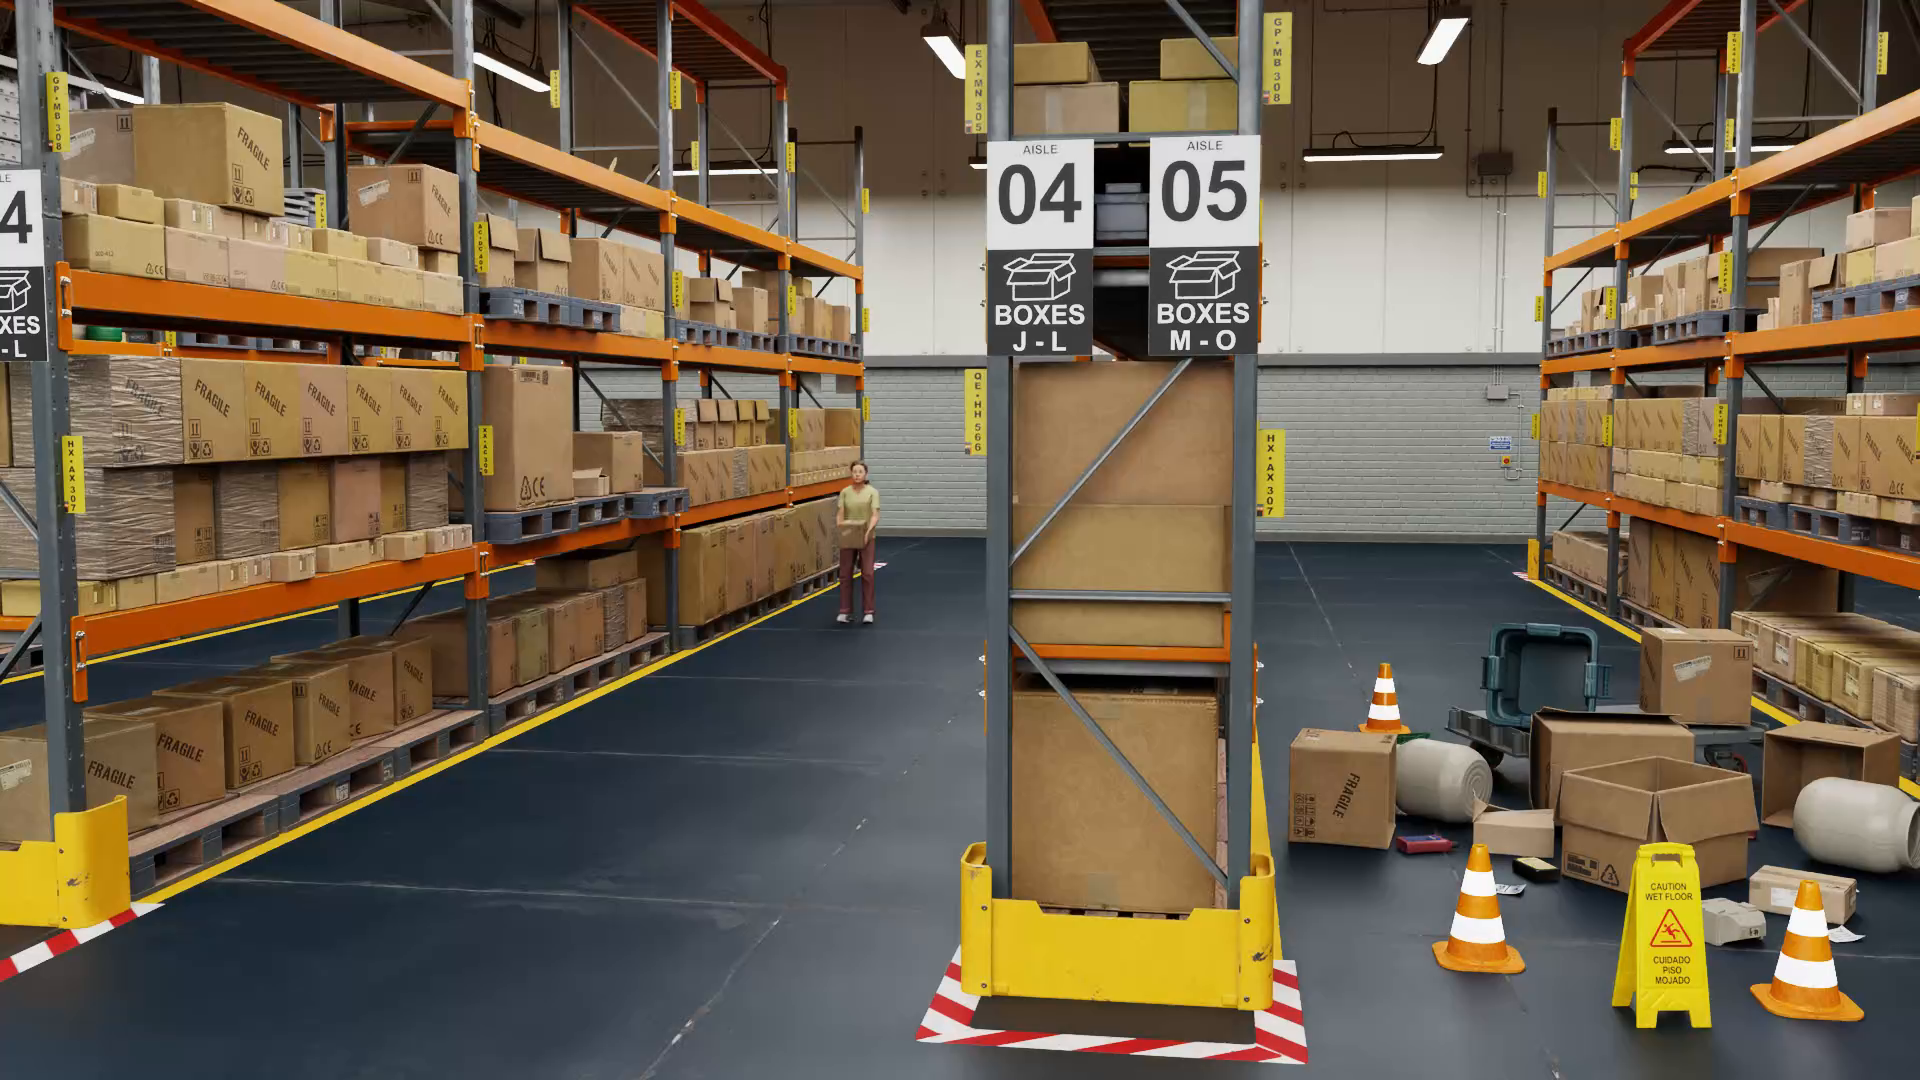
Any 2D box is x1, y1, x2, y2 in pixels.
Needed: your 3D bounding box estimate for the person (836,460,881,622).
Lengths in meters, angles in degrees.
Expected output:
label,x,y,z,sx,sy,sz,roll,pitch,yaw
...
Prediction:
label,x,y,z,sx,sy,sz,roll,pitch,yaw
person,-1.058,0.016,17.170,0.462,1.672,0.484,1,5,8
